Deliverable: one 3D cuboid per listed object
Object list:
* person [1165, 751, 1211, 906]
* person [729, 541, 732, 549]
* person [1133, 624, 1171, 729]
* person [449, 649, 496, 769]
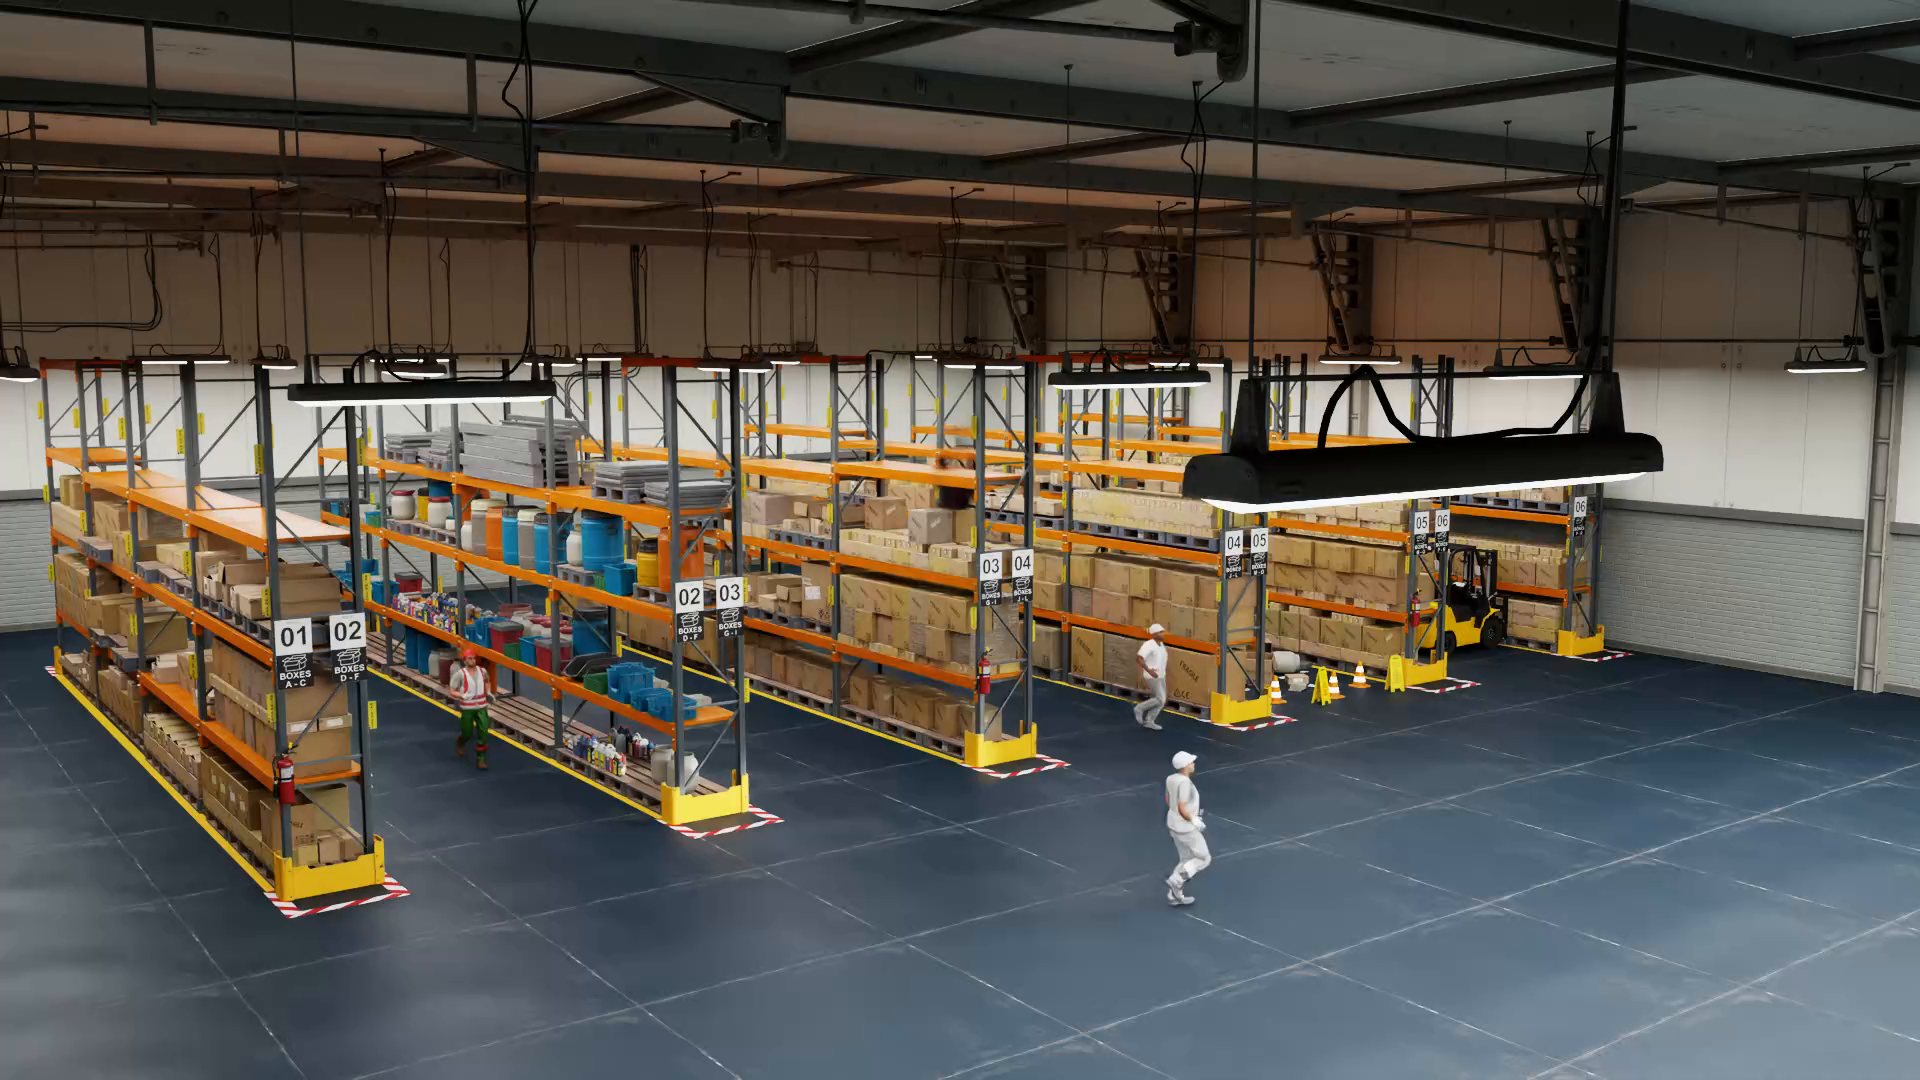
[{"bbox_3d":[2.544,3.229,18.656,0.578,1.743,0.627,-2,7,-17],"label":"person"},{"bbox_3d":[-5.255,0.863,38.214,0.721,1.820,0.976,-5,9,-37],"label":"person"},{"bbox_3d":[3.184,2.223,27.184,0.523,1.718,0.734,4,8,32],"label":"person"},{"bbox_3d":[-7.238,2.496,24.726,0.668,1.760,0.813,-5,9,-36],"label":"person"}]
